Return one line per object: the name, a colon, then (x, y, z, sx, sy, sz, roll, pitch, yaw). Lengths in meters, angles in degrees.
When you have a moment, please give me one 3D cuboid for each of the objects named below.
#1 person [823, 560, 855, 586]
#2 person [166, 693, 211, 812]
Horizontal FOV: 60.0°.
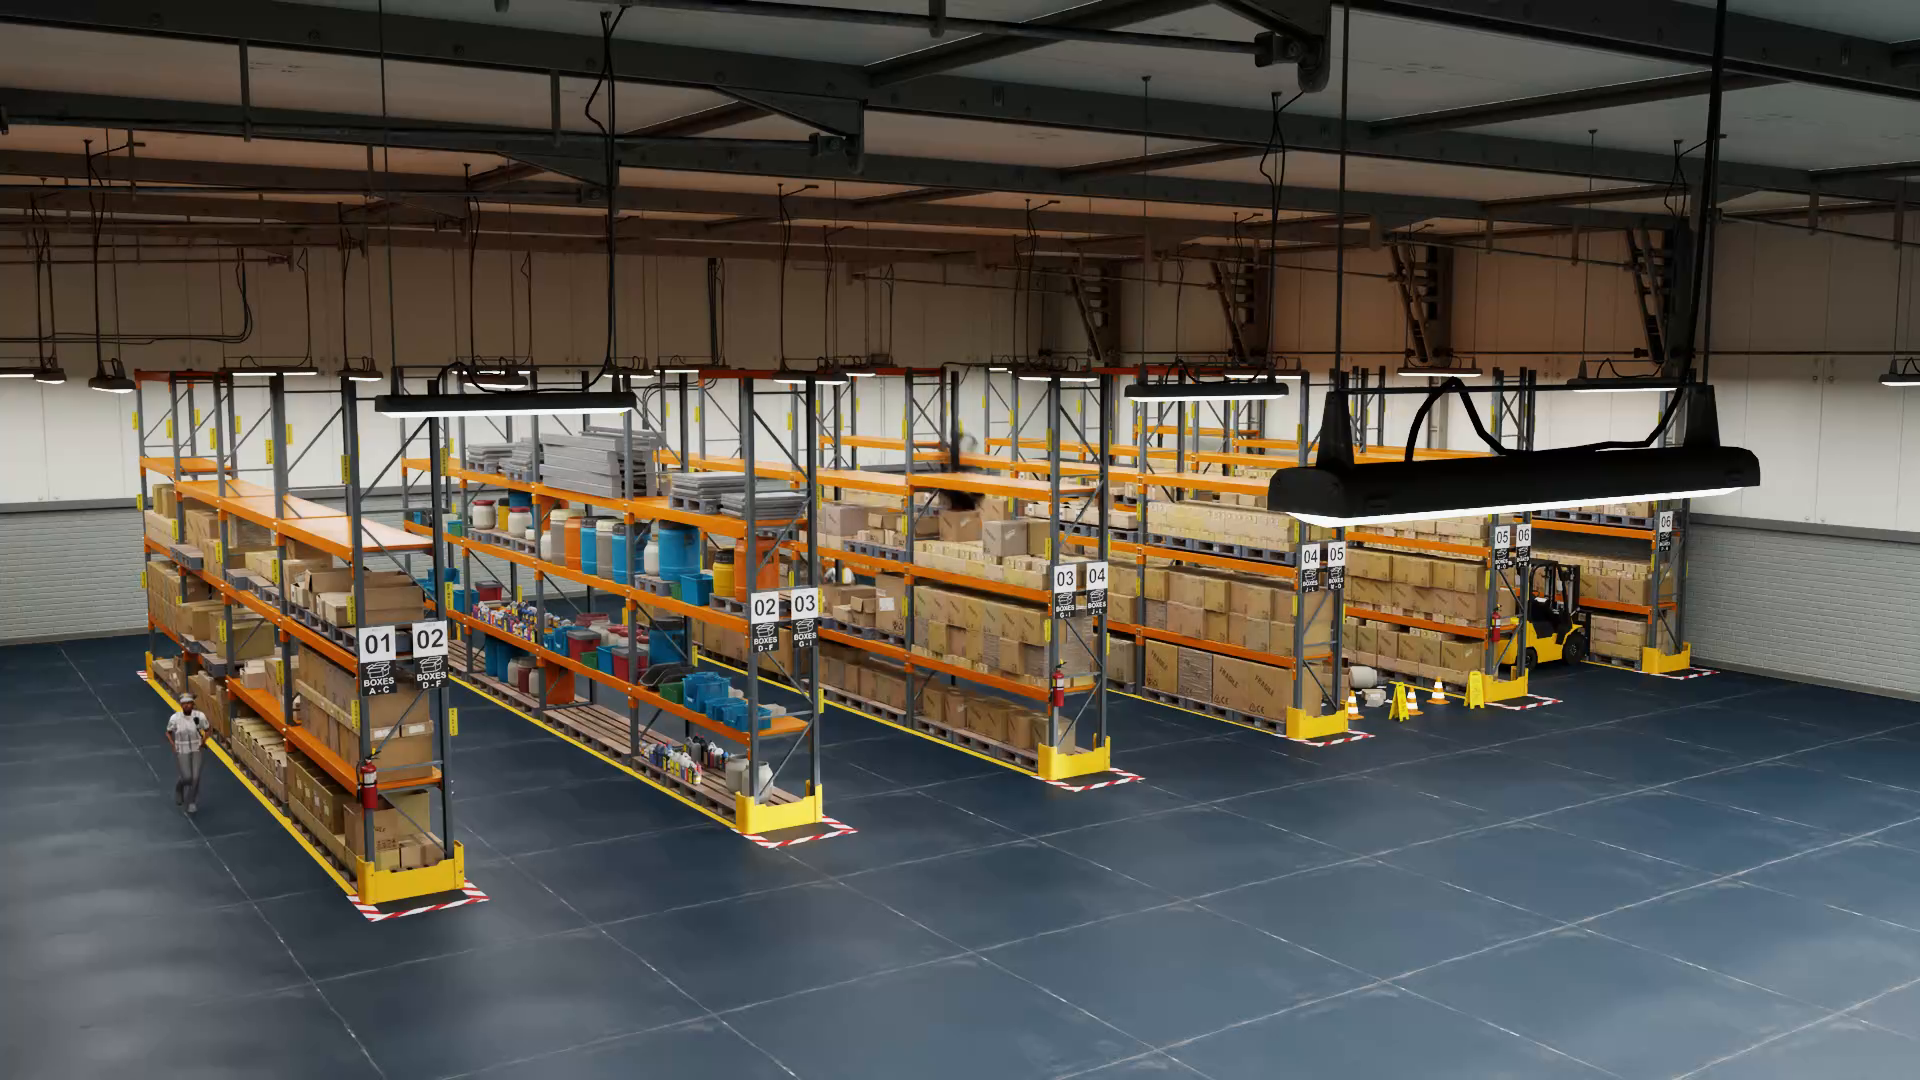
person: (-2.638, 1.254, 37.188, 0.656, 1.824, 0.744, -5, 8, -38)
person: (-10.626, 2.923, 22.963, 0.566, 1.670, 0.571, -4, 8, -31)
